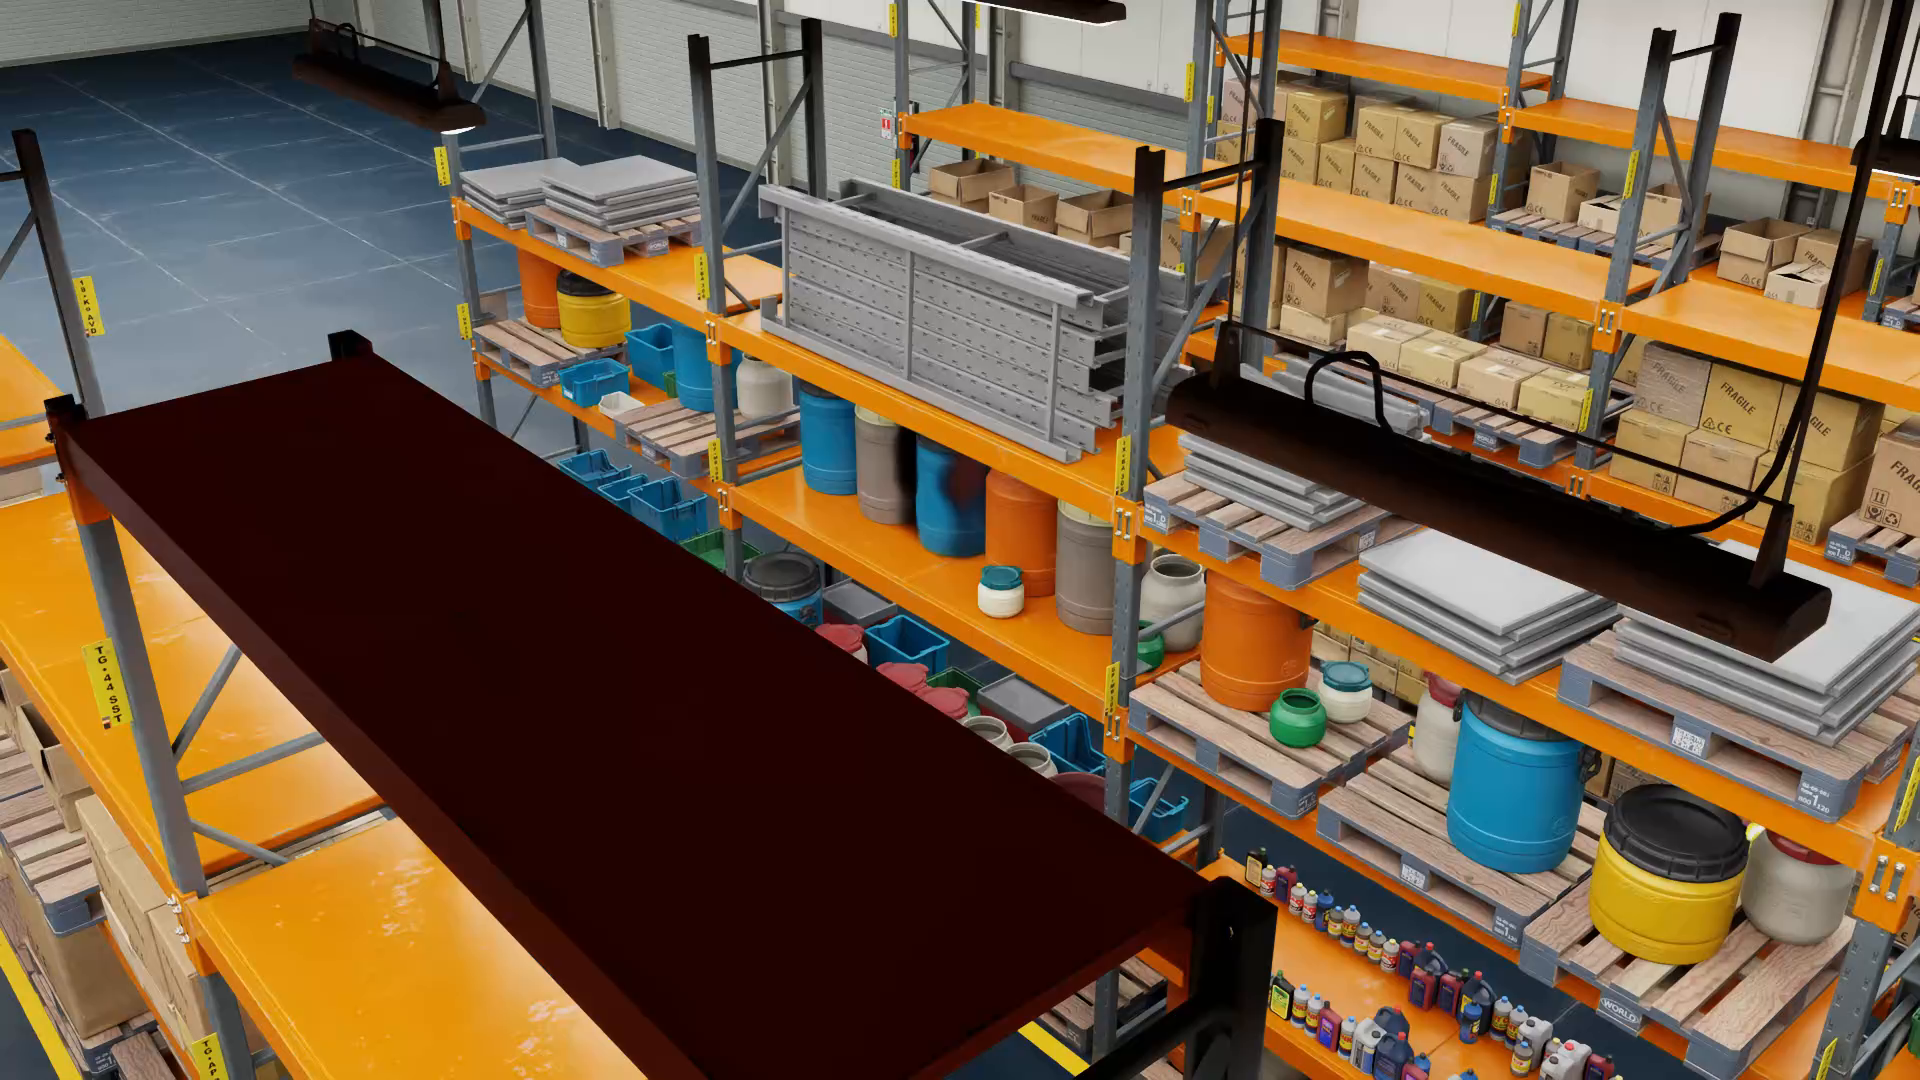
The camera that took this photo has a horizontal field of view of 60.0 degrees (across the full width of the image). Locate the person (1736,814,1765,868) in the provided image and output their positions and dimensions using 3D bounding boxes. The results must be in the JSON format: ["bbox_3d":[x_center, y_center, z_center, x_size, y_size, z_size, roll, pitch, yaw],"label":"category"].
[{"bbox_3d":[5.080,2.306,11.094,0.573,1.767,0.607,-14,30,-25],"label":"person"}]
